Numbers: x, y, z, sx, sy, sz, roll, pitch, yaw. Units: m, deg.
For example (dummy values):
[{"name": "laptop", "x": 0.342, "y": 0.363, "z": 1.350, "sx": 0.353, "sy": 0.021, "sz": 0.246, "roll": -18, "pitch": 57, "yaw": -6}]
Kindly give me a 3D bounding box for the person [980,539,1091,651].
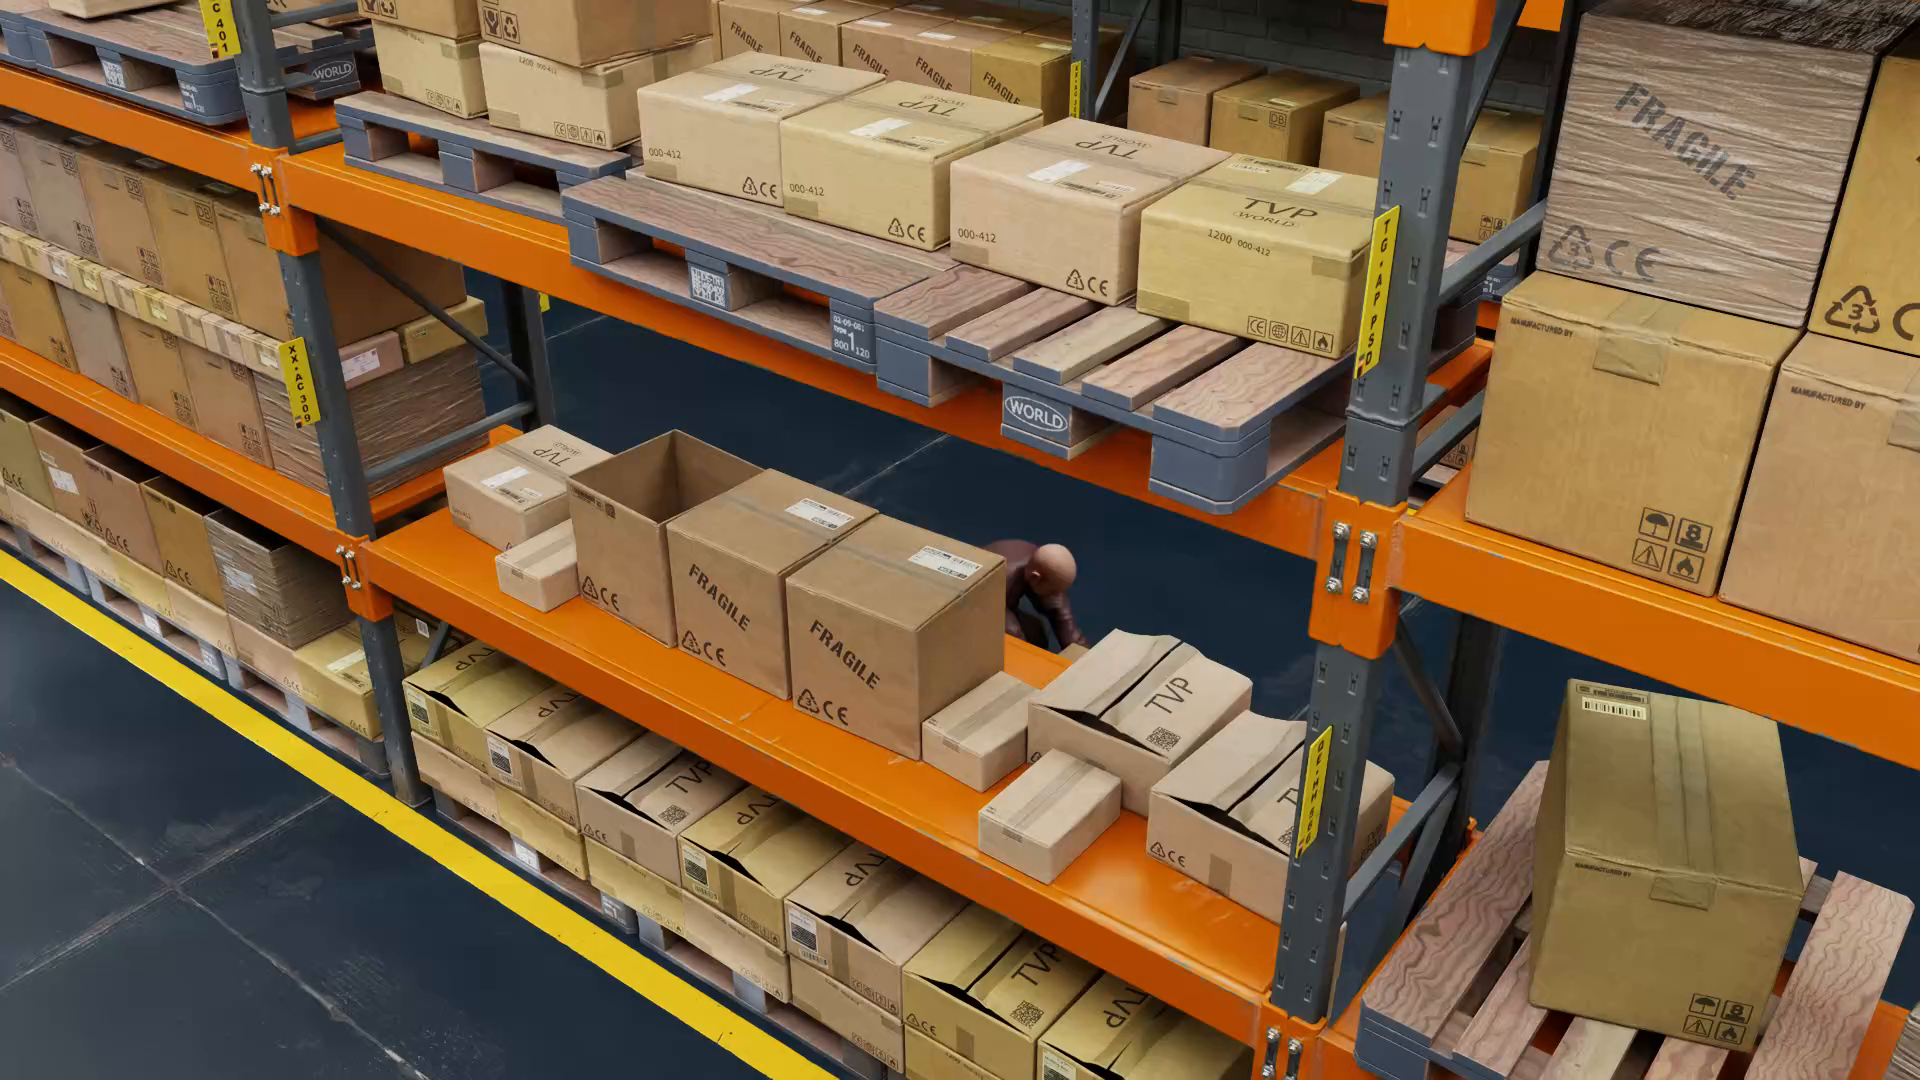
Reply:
[{"name": "person", "x": 0.202, "y": 0.396, "z": 7.295, "sx": 1.000, "sy": 0.952, "sz": 0.581, "roll": 21, "pitch": 36, "yaw": 31}]
